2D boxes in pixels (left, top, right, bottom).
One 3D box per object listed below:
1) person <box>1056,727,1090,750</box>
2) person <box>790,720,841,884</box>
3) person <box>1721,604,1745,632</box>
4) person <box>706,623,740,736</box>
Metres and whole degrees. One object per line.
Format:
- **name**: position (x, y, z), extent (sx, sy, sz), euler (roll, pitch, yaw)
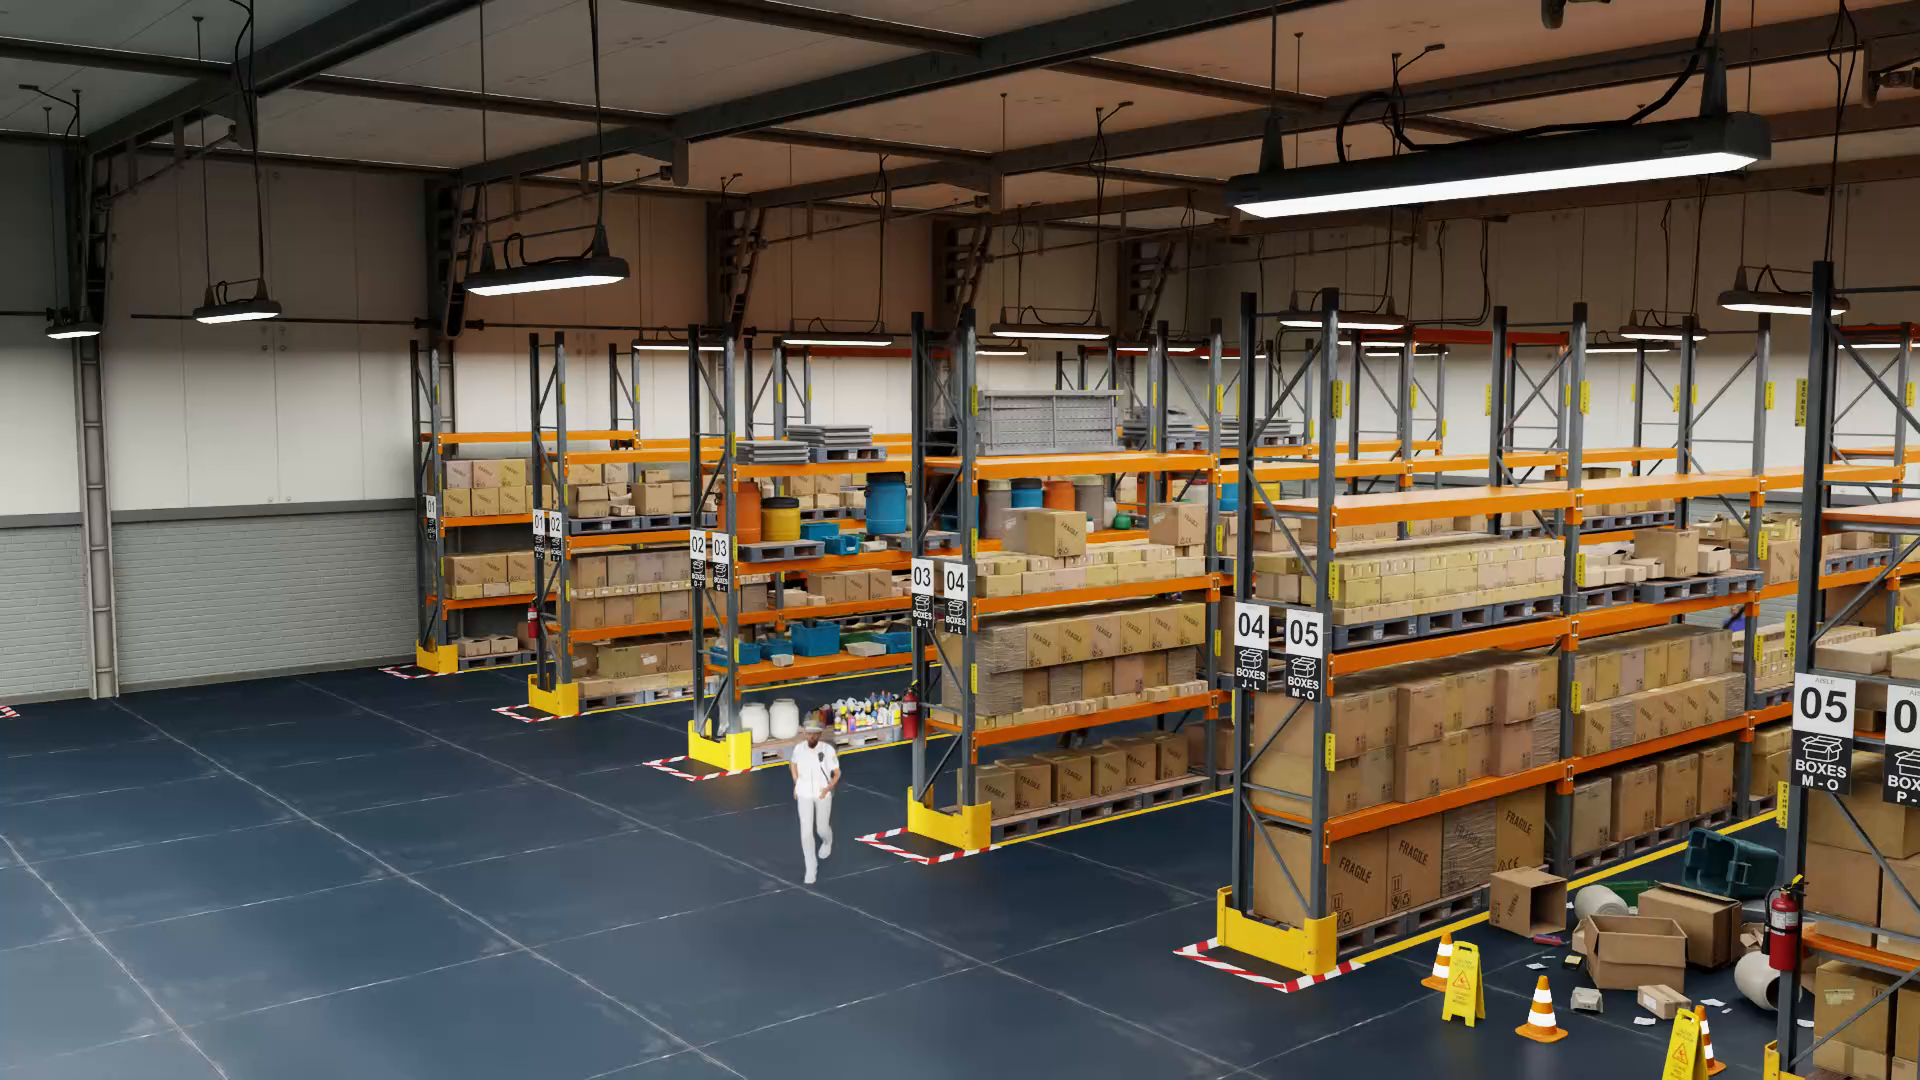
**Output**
- **person**: position (1.522, 2.089, 22.997), extent (0.697, 1.831, 0.966), euler (5, 7, 41)
- **person**: position (-1.533, 2.710, 17.671), extent (0.558, 1.691, 0.862), euler (0, 5, 2)
- **person**: position (12.793, 1.850, 27.341), extent (0.613, 1.576, 0.507), euler (4, 7, 36)
- **person**: position (-3.462, 2.089, 24.561), extent (0.514, 1.545, 0.666), euler (5, 7, 44)
